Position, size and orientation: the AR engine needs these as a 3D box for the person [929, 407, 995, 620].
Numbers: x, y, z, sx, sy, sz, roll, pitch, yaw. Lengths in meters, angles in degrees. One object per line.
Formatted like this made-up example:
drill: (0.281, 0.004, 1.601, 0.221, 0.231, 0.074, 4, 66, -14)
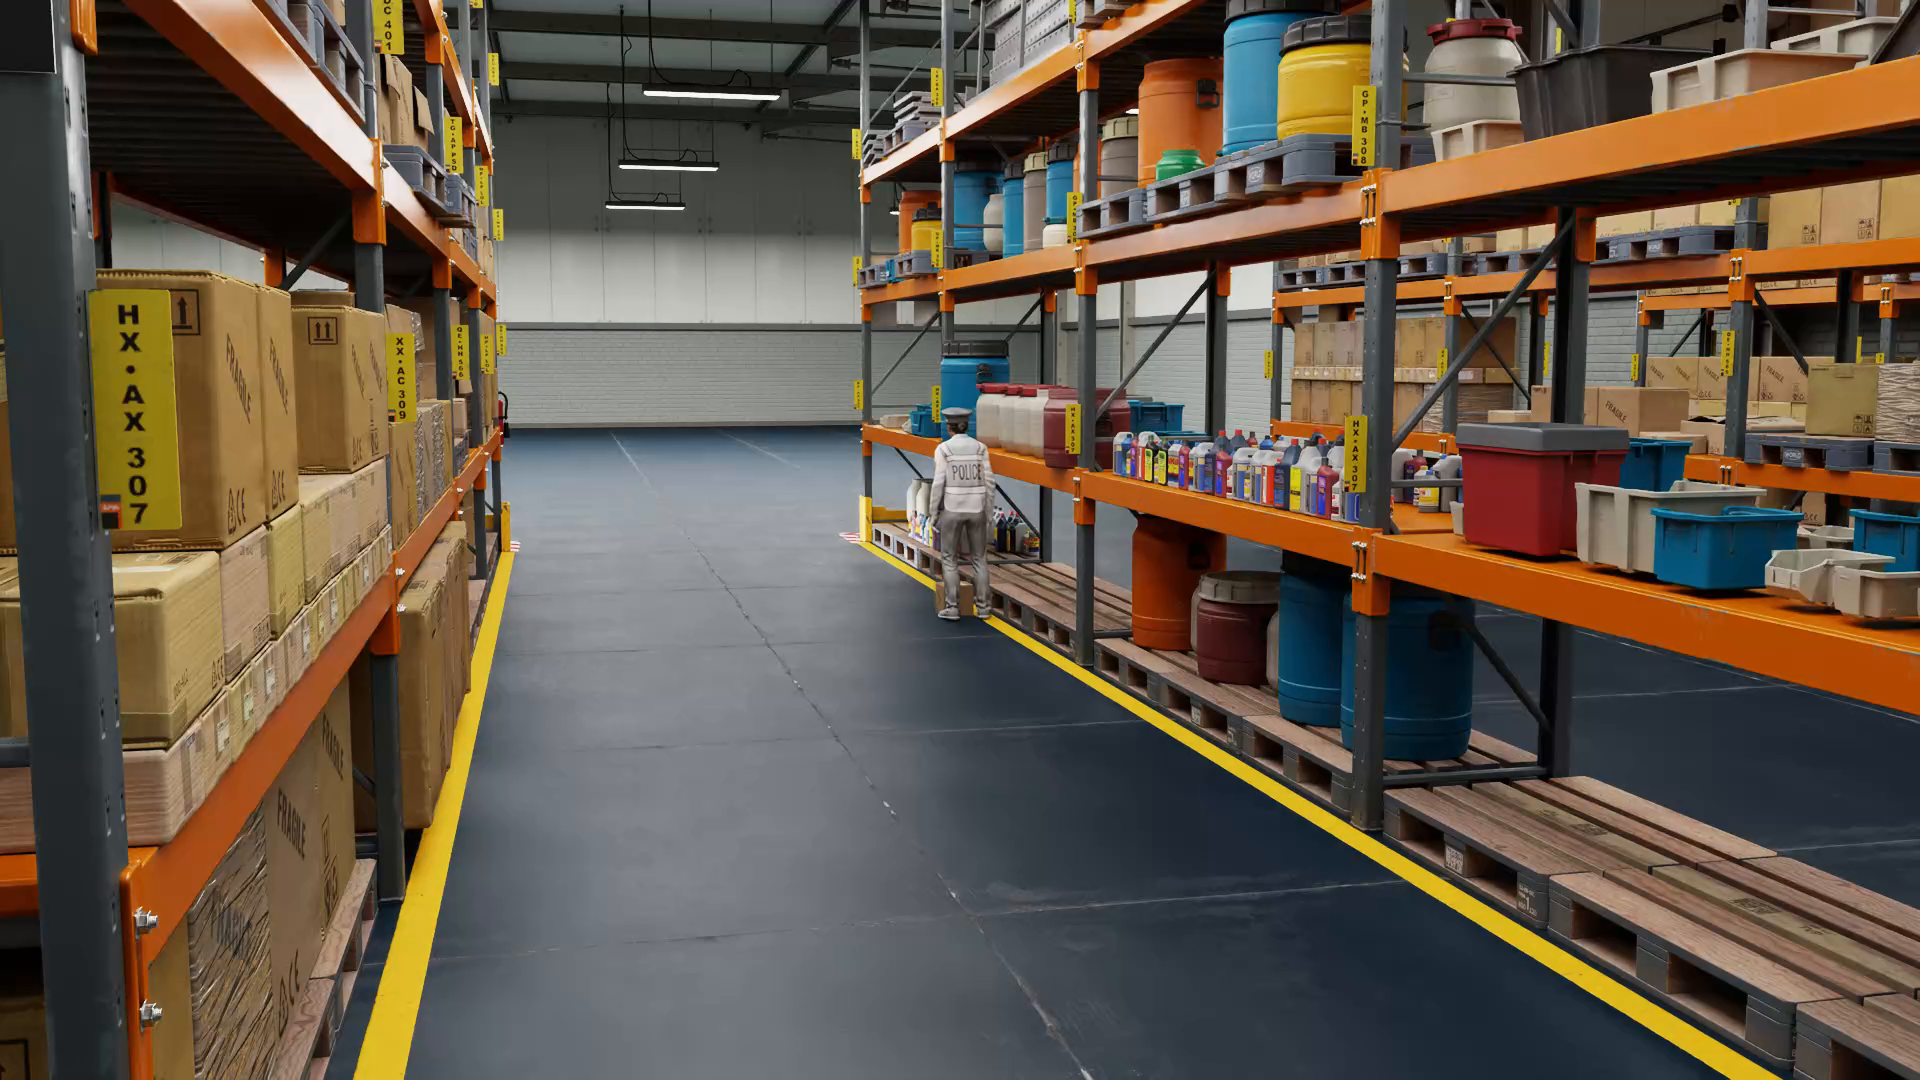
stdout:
person: (0.016, -0.202, 13.026, 0.541, 1.661, 0.375, -2, 7, -17)
